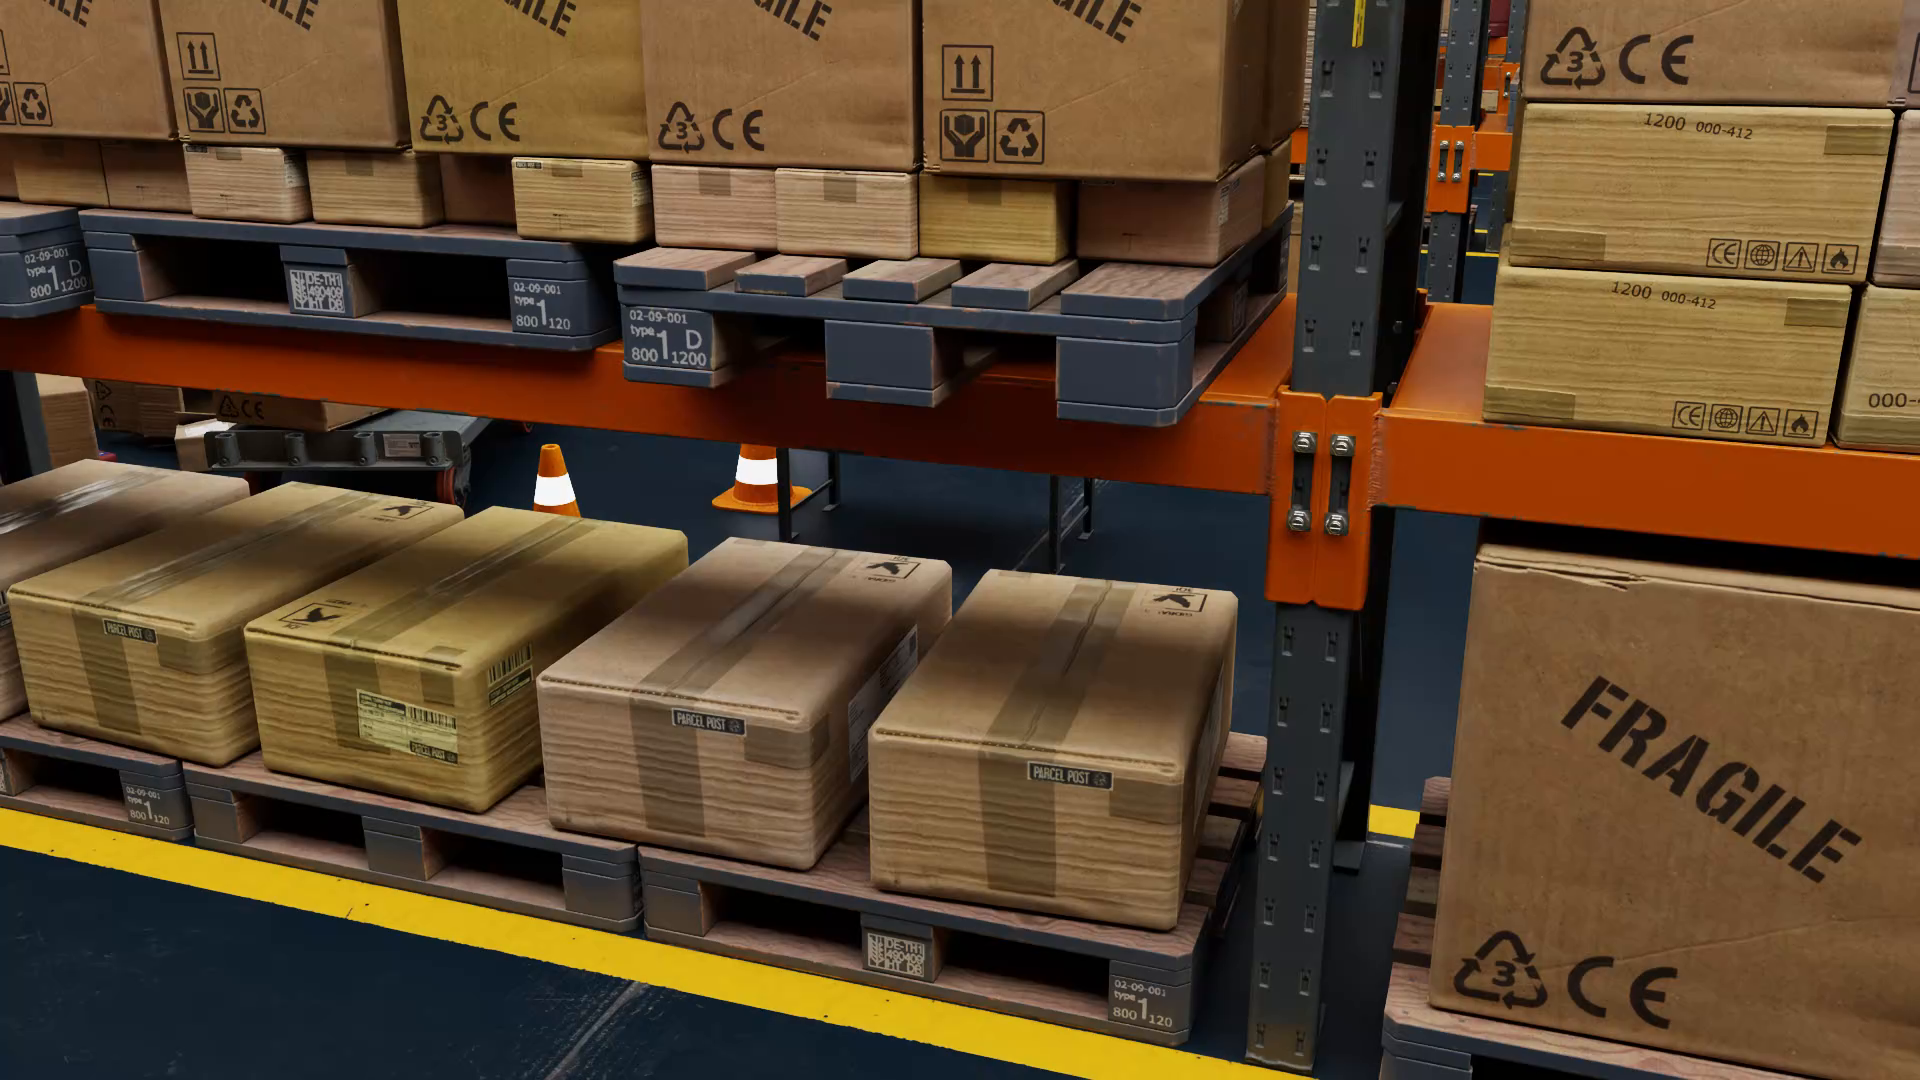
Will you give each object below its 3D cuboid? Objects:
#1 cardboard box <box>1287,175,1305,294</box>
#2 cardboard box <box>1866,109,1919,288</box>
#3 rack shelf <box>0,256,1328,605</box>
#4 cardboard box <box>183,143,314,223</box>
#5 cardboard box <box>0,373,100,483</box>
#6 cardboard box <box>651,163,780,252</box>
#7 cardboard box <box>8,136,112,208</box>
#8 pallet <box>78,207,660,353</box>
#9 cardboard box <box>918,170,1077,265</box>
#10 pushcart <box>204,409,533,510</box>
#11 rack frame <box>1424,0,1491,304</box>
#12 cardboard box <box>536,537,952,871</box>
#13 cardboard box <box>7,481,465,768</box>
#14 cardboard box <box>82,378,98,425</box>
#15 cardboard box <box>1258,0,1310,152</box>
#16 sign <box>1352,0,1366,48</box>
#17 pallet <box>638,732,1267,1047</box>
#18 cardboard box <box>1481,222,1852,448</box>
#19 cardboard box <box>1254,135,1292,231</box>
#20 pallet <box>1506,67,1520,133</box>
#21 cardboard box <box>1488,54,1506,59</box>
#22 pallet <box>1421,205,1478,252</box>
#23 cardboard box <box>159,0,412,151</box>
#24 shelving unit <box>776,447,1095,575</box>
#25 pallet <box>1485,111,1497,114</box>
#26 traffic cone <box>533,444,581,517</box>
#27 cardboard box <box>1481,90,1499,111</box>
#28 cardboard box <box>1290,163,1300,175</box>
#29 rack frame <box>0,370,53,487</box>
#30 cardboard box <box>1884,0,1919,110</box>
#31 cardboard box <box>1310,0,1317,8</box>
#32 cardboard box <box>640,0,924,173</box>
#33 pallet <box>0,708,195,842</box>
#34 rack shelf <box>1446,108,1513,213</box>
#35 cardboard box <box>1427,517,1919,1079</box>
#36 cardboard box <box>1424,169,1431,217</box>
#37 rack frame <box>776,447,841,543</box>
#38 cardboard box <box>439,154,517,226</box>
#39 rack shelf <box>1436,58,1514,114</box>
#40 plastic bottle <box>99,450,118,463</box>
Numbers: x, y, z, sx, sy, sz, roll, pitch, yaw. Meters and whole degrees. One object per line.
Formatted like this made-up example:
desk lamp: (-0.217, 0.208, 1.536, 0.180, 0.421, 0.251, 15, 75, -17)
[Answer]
cardboard box: (1.754, -1.340, 8.144, 0.750, 0.750, 1.050, 6, 20, 17)
cardboard box: (1.656, -0.538, 2.531, 0.500, 0.250, 0.500, 7, 20, 19)
rack shelf: (-1.119, -0.437, 3.865, 4.000, 0.370, 1.077, 7, 20, 18)
cardboard box: (-1.367, -0.765, 3.457, 0.250, 0.149, 0.380, 7, 21, 20)
cardboard box: (-3.573, -0.352, 6.323, 0.500, 0.500, 0.500, -11, 22, -29)
cardboard box: (-0.381, -0.652, 3.132, 0.250, 0.149, 0.380, 6, 20, 15)
cardboard box: (-1.834, -0.837, 3.663, 0.250, 0.149, 0.380, 7, 20, 19)
pallet: (-1.113, -0.671, 3.735, 1.213, 0.211, 1.003, 7, 20, 18)
cardboard box: (0.107, -0.609, 3.009, 0.250, 0.149, 0.380, 7, 20, 19)
pushcart: (-2.307, -0.469, 6.847, 0.936, 0.377, 1.648, 0, 19, -1)
rack frame: (2.300, -2.110, 7.573, 0.127, 3.000, 1.000, 7, 20, 18)
cardboard box: (-0.459, 0.341, 3.896, 0.625, 0.372, 0.950, 6, 20, 17)
cardboard box: (-1.831, 0.183, 4.350, 0.625, 0.372, 0.950, 8, 21, 21)
cardboard box: (-4.296, -0.843, 7.731, 0.637, 0.503, 0.797, -7, 20, -20)
cardboard box: (0.422, -1.067, 3.338, 0.500, 0.500, 0.500, 6, 20, 17)
sign: (0.601, -0.900, 2.462, 0.005, 0.325, 0.100, 7, 20, 18)
pallet: (0.033, 0.671, 3.829, 1.213, 0.211, 1.003, 7, 20, 18)
cardboard box: (1.150, -0.358, 2.775, 0.500, 0.250, 0.500, 6, 20, 17)
cardboard box: (0.525, -0.733, 3.366, 0.250, 0.149, 0.380, 5, 20, 15)
pallet: (3.008, -1.976, 7.479, 1.003, 0.211, 1.213, 7, 20, 18)
cardboard box: (8.202, -7.351, 25.737, 0.500, 0.500, 0.700, 7, 20, 19)
pallet: (3.285, -2.410, 12.669, 1.213, 0.211, 1.003, 7, 20, 18)
cardboard box: (-1.234, -1.075, 3.361, 0.500, 0.500, 0.500, 6, 20, 16)
shelving unit: (-0.081, -0.717, 5.856, 1.048, 1.500, 0.538, 7, 20, 18)
pallet: (6.512, -5.506, 21.550, 1.213, 0.211, 1.003, 7, 20, 18)
traffic cone: (-1.377, -0.096, 5.648, 0.334, 0.463, 0.336, 7, 20, 18)
cardboard box: (6.700, -5.602, 21.130, 0.500, 0.250, 0.500, 7, 20, 19)
cardboard box: (2.317, -2.850, 12.825, 0.500, 0.500, 0.700, 8, 21, 23)
rack frame: (-3.008, -0.992, 4.366, 0.127, 3.000, 1.000, 7, 20, 18)
cardboard box: (1.628, -0.900, 2.430, 0.500, 0.500, 0.500, 7, 20, 18)
cardboard box: (1.879, -2.681, 7.540, 0.500, 0.500, 0.700, 6, 20, 18)
cardboard box: (-0.242, -0.961, 3.036, 0.500, 0.500, 0.500, 6, 20, 17)
pallet: (-2.272, 0.408, 4.585, 1.213, 0.211, 1.003, 7, 20, 18)
rack shelf: (4.189, -1.555, 7.072, 4.000, 0.370, 1.077, 7, 20, 18)
cardboard box: (1.396, 0.345, 3.119, 0.875, 0.875, 0.875, 6, 20, 18)
cardboard box: (3.383, -2.735, 12.495, 0.500, 0.500, 0.700, 5, 20, 15)
rack frame: (-0.561, -0.772, 6.013, 0.032, 1.500, 0.500, 7, 20, 18)
cardboard box: (-0.842, -0.743, 3.396, 0.250, 0.149, 0.380, 7, 20, 18)
rack shelf: (2.134, -3.518, 12.704, 4.000, 0.370, 1.077, 7, 20, 18)
plastic bottle: (-3.611, -0.327, 6.923, 0.283, 0.061, 0.133, 10, 22, 27)
